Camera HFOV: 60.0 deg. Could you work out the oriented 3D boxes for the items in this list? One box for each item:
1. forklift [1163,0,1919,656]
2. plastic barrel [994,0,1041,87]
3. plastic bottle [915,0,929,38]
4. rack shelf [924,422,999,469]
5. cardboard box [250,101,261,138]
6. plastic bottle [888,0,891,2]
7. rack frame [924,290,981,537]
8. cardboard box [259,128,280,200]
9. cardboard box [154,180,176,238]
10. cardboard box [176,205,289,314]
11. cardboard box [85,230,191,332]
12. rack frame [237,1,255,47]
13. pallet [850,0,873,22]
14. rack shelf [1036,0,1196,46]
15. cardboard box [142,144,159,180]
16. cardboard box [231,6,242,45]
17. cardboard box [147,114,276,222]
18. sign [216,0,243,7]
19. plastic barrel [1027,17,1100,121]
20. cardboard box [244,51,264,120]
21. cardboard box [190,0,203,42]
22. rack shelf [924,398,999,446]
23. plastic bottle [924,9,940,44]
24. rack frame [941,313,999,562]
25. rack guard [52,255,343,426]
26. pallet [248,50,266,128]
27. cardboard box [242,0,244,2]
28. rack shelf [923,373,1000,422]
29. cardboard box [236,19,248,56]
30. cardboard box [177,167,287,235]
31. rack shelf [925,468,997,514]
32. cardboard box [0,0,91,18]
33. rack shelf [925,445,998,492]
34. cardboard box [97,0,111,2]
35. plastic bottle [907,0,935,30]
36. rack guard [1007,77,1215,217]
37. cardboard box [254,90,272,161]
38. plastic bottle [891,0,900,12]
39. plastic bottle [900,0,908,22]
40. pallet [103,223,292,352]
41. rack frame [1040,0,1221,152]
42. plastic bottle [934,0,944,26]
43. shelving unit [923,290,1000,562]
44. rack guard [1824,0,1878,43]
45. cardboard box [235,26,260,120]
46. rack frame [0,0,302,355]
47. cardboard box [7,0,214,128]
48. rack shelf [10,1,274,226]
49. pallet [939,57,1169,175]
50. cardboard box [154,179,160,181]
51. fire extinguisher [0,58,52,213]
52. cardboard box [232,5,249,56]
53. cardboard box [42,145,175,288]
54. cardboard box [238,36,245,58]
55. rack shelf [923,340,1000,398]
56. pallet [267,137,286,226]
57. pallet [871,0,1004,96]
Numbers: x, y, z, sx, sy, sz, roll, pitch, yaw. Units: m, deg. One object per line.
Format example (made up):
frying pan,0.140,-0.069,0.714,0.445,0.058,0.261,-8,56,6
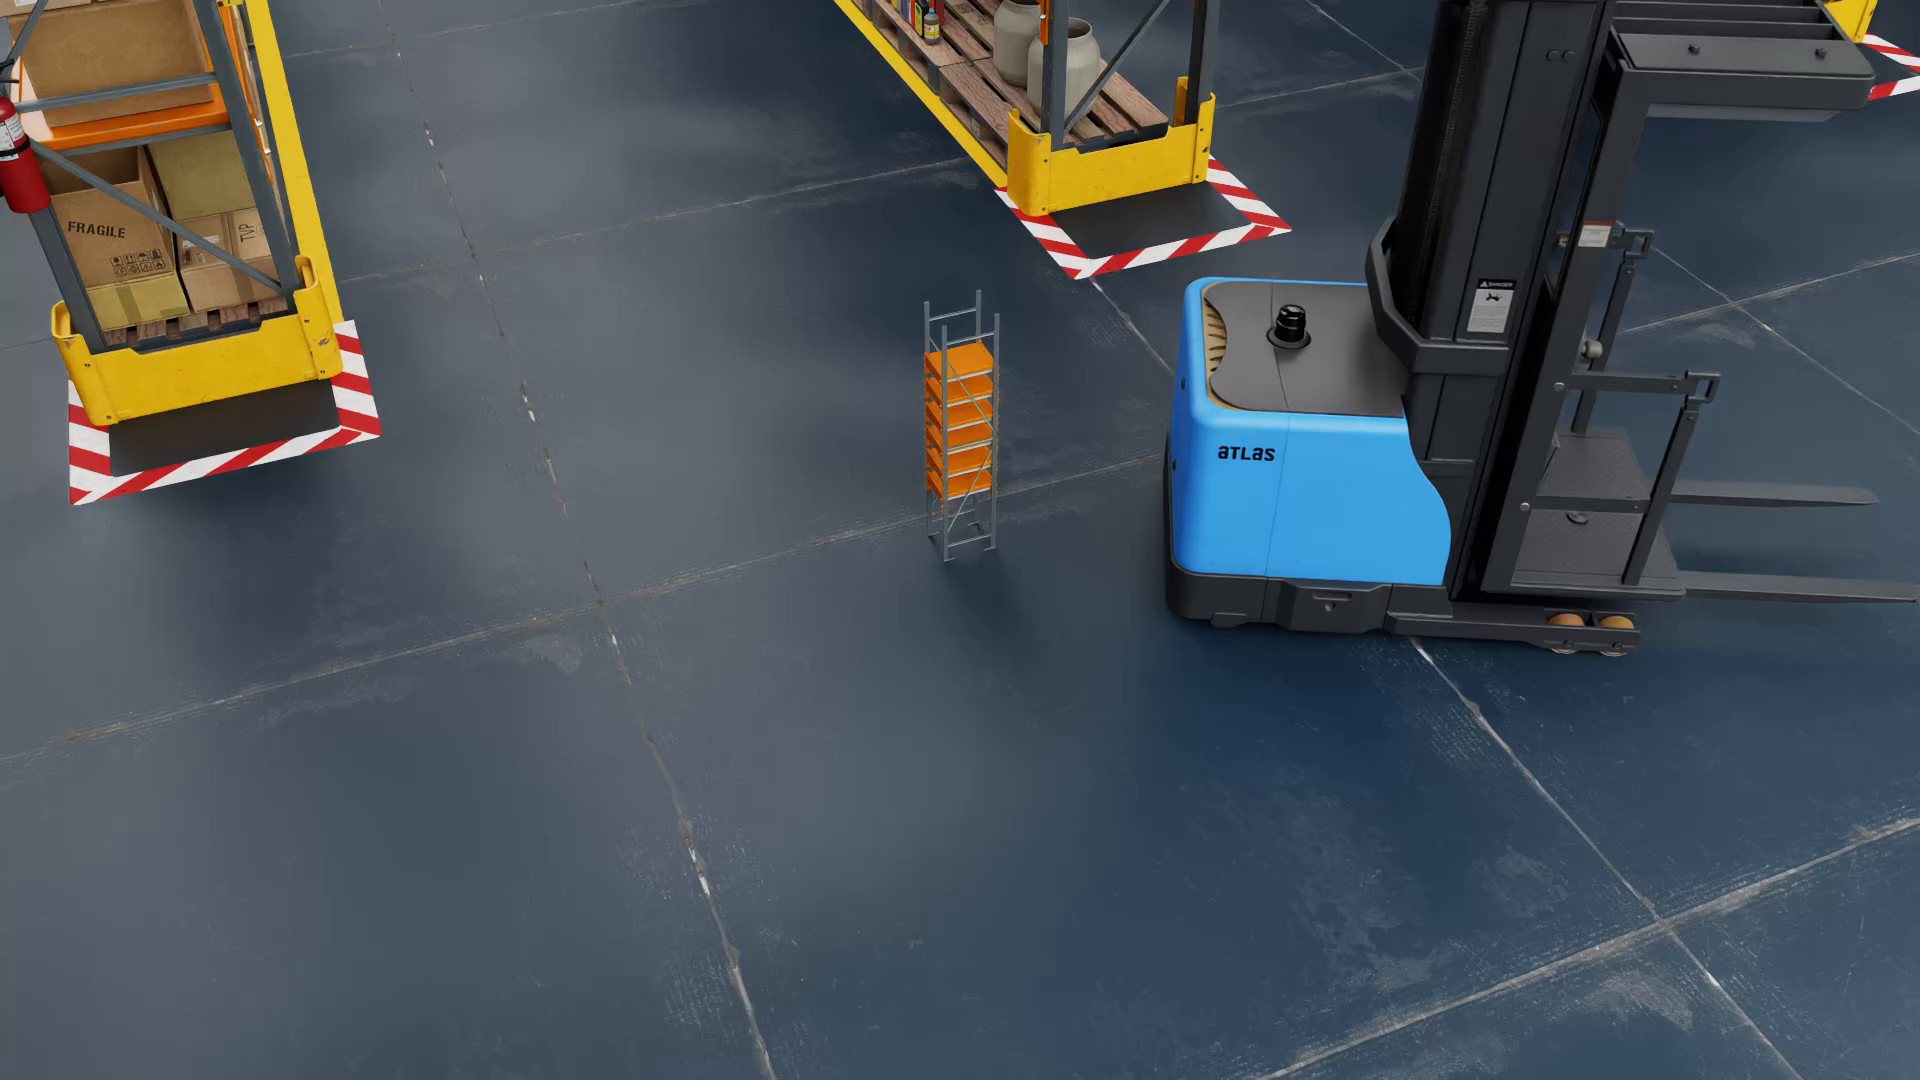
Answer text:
forklift,2.392,-1.005,6.171,3.031,2.935,1.130,3,41,3
plastic barrel,0.415,-3.056,10.090,0.421,0.512,0.421,0,41,0
plastic bottle,-0.240,-3.361,10.603,0.061,0.283,0.133,-14,43,-16
rack shelf,0.006,-0.413,6.878,0.258,0.103,0.180,-15,43,-17
cardboard box,-4.045,-2.306,8.842,0.500,0.500,0.500,-15,43,-17
plastic bottle,-0.441,-3.773,11.032,0.144,0.351,0.185,-15,43,-17
rack frame,-0.029,-0.501,6.913,0.240,1.200,0.006,-15,43,-17
cardboard box,-4.034,-2.024,9.090,0.500,0.250,0.500,-15,43,-17
cardboard box,-4.330,-1.592,8.587,0.500,0.250,0.500,-15,43,-17
cardboard box,-3.649,-1.423,8.391,0.500,0.250,0.500,-15,43,-17
cardboard box,-4.127,-1.294,8.240,0.500,0.250,0.500,-15,43,-17
rack frame,-5.180,-4.337,9.993,1.000,3.000,0.127,-15,43,-17
pallet,-0.383,-4.098,11.854,1.003,0.211,1.213,-15,43,-17
rack shelf,0.164,-4.093,10.261,1.077,0.370,4.000,-15,43,-17
cardboard box,-4.525,-2.176,8.692,0.500,0.500,0.500,-15,43,-17
cardboard box,-4.620,-3.209,9.893,0.500,0.500,0.500,-15,43,-17
cardboard box,-3.842,-2.008,8.496,0.500,0.500,0.500,-15,43,-17
sign,-3.134,-2.421,7.040,0.100,0.325,0.005,-15,43,-17
plastic barrel,0.606,-2.754,9.738,0.421,0.512,0.421,0,41,0
cardboard box,-4.413,-2.628,9.792,0.500,0.250,0.500,-15,43,-17
cardboard box,-4.021,-2.565,7.856,0.700,0.500,0.500,-14,43,-16
rack shelf,0.006,-0.504,6.799,0.258,0.103,0.180,-15,43,-17
plastic bottle,-0.179,-3.264,10.554,0.097,0.201,0.097,0,41,0
rack frame,0.041,-0.391,6.785,0.240,1.200,0.006,-15,43,-17
rack guard,-3.640,-0.965,7.989,1.175,0.500,0.348,-15,43,-17
pallet,-4.914,-2.790,10.333,1.003,0.211,1.213,-15,43,-17
cardboard box,-5.105,-3.759,11.107,0.500,0.250,0.500,-16,43,-18
rack shelf,0.006,-0.594,6.721,0.258,0.103,0.180,-15,43,-17
cardboard box,-4.618,-2.925,10.138,0.500,0.250,0.500,-15,43,-17
cardboard box,-3.843,-1.723,8.740,0.500,0.250,0.500,-15,43,-17
rack shelf,0.006,-0.231,7.034,0.258,0.103,0.180,-15,43,-17
cardboard box,-3.971,-2.394,7.159,0.380,0.149,0.250,-16,43,-18
rack shelf,0.006,-0.322,6.956,0.258,0.103,0.180,-15,43,-17
cardboard box,-3.600,-2.501,7.284,0.380,0.149,0.250,-15,43,-17
plastic bottle,-0.250,-3.451,10.714,0.152,0.276,0.135,-15,43,-17
rack guard,0.856,-2.247,9.480,1.175,0.500,0.348,-15,43,-17
cardboard box,-4.221,-2.327,9.442,0.500,0.250,0.500,-15,43,-17
plastic bottle,-0.370,-3.661,10.901,0.144,0.351,0.185,-13,42,-15
plastic bottle,-0.303,-3.534,10.811,0.152,0.276,0.135,-16,43,-18
pallet,-3.980,-1.321,8.624,1.003,0.211,1.213,-15,43,-17
rack frame,0.929,-3.161,8.625,1.000,3.000,0.127,-15,43,-17
plastic bottle,-0.152,-3.480,10.743,0.061,0.283,0.133,-15,43,-17
shelving unit,0.006,-0.446,6.849,0.258,1.200,0.189,-15,43,-17
rack guard,5.476,-3.495,10.930,1.175,0.500,0.348,-15,43,-17
cardboard box,-4.220,-2.611,9.198,0.500,0.500,0.500,-15,43,-17
rack frame,-3.649,-1.928,7.191,1.000,3.000,0.127,-15,43,-17
cardboard box,-3.816,-2.250,7.489,0.700,0.500,0.500,-15,43,-17
rack shelf,-4.414,-2.860,8.826,1.077,0.370,4.000,-15,43,-17
pallet,0.550,-2.628,10.145,1.003,0.211,1.213,-15,43,-17
cardboard box,-4.523,-1.892,8.937,0.500,0.250,0.500,-15,43,-17
fire extinguisher,-4.033,-1.711,6.999,0.296,0.674,0.183,-15,43,-17
cardboard box,-4.800,-3.229,10.491,0.500,0.250,0.500,-15,43,-17
cardboard box,-4.129,-1.577,7.995,0.500,0.500,0.500,-15,43,-17
cardboard box,-4.425,-2.909,9.544,0.500,0.500,0.500,-15,43,-17
rack shelf,0.006,-0.685,6.643,0.258,0.103,0.180,-15,43,-17
pallet,-4.443,-2.054,9.477,1.003,0.211,1.213,-15,43,-17
pallet,0.087,-3.362,10.998,1.003,0.211,1.213,-15,43,-17
